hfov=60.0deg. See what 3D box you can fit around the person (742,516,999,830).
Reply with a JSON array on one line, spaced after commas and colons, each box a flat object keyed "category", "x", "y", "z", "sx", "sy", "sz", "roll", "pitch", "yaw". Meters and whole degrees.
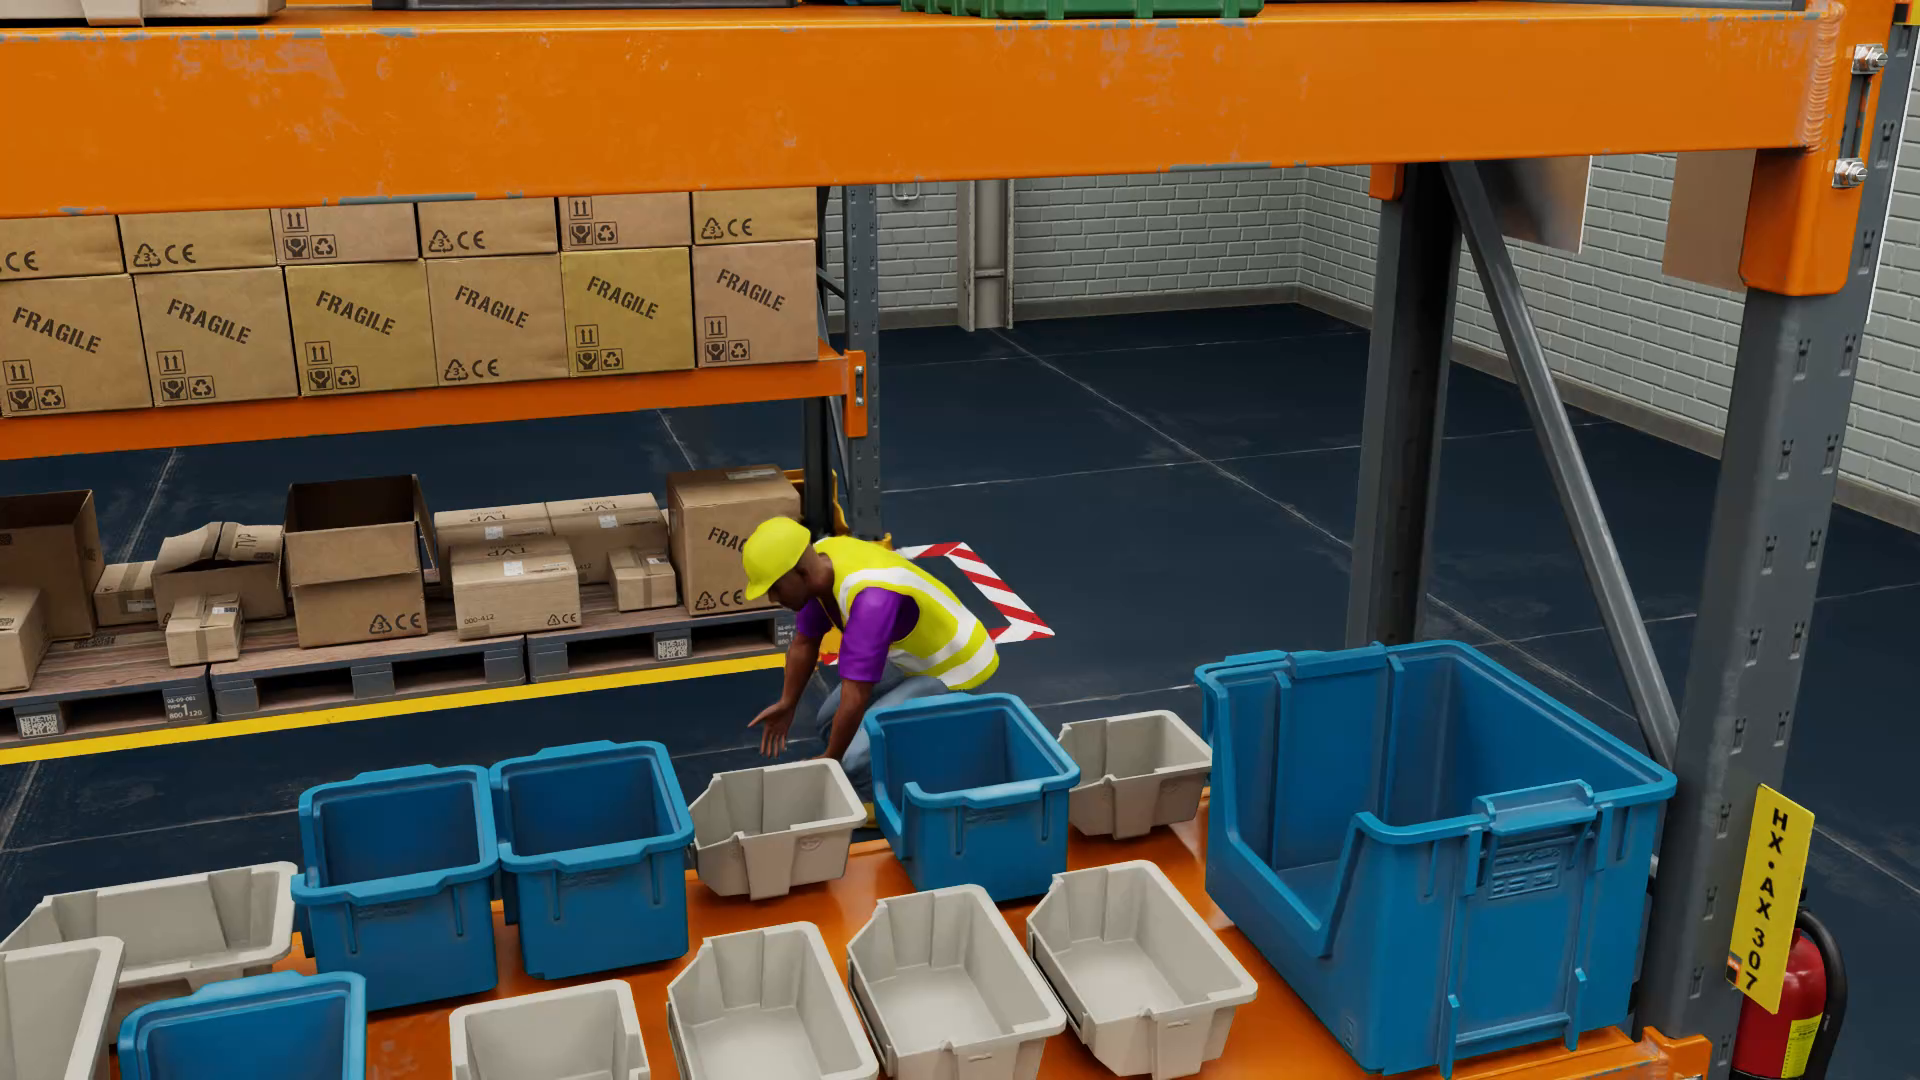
[{"category": "person", "x": -0.284, "y": 0.477, "z": 5.483, "sx": 0.838, "sy": 1.224, "sz": 0.622, "roll": -6, "pitch": 20, "yaw": -17}]
